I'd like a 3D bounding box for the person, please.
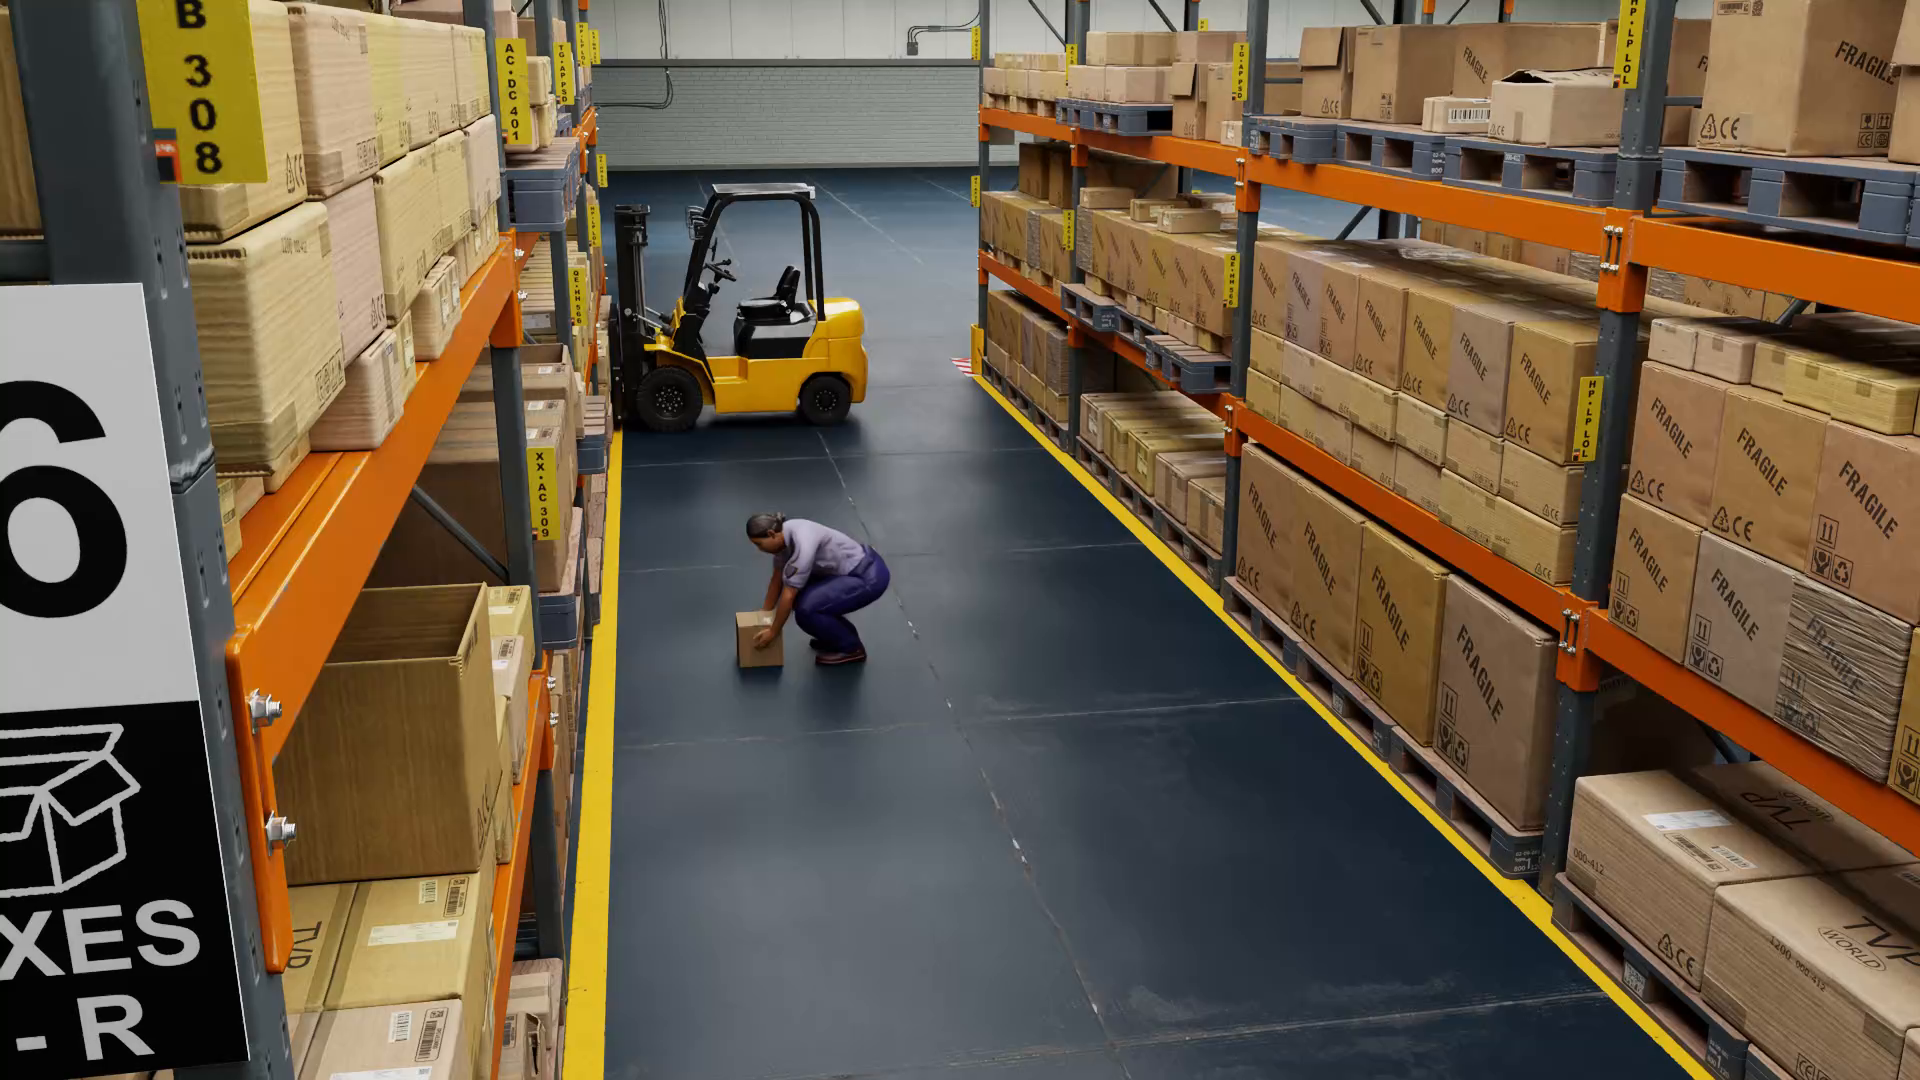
[{"bbox_3d":[-0.816,0.246,9.561,0.822,0.902,0.526,-3,17,-11],"label":"person"}]
